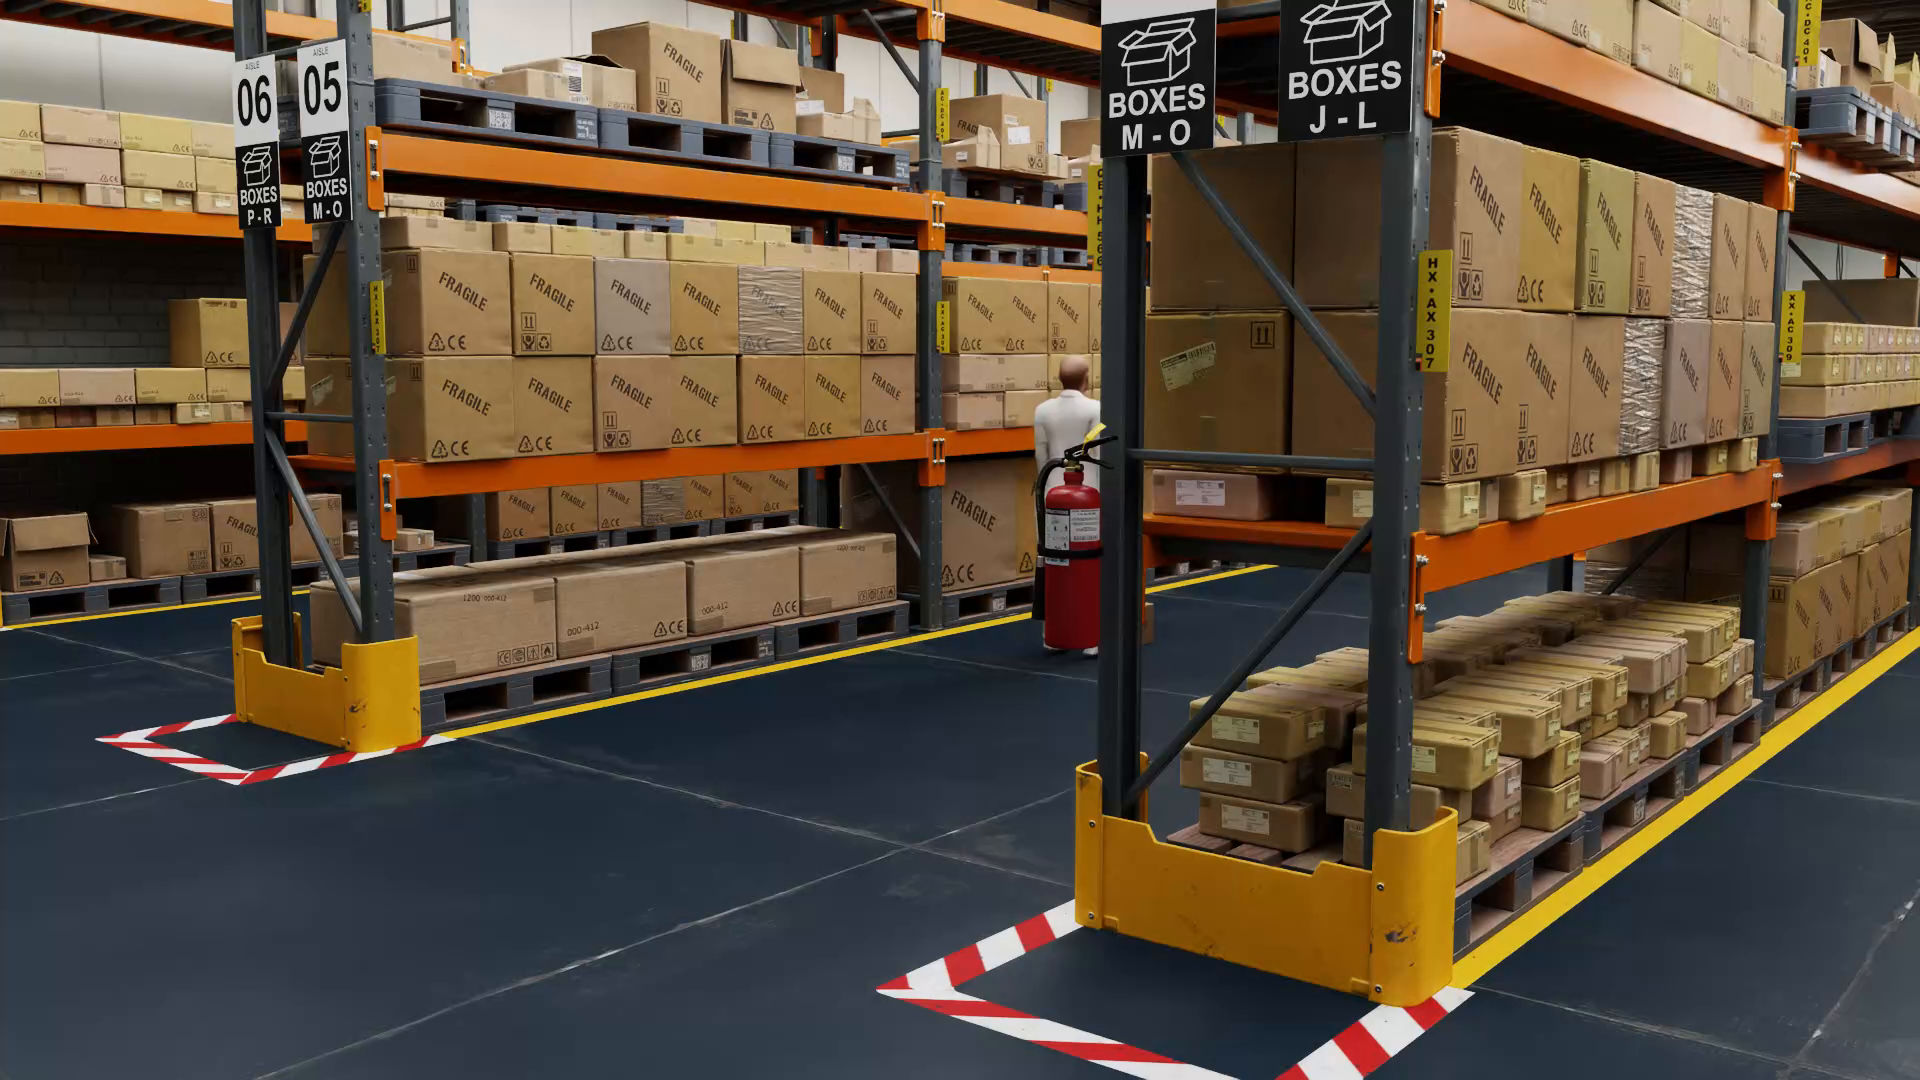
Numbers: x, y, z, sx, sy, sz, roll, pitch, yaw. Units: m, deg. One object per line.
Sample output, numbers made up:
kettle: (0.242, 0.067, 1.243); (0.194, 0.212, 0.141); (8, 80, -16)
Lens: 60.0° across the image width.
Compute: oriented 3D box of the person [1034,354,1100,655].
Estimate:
person: (0.736, -0.213, 9.952); (0.589, 1.790, 0.420); (5, 8, 39)
